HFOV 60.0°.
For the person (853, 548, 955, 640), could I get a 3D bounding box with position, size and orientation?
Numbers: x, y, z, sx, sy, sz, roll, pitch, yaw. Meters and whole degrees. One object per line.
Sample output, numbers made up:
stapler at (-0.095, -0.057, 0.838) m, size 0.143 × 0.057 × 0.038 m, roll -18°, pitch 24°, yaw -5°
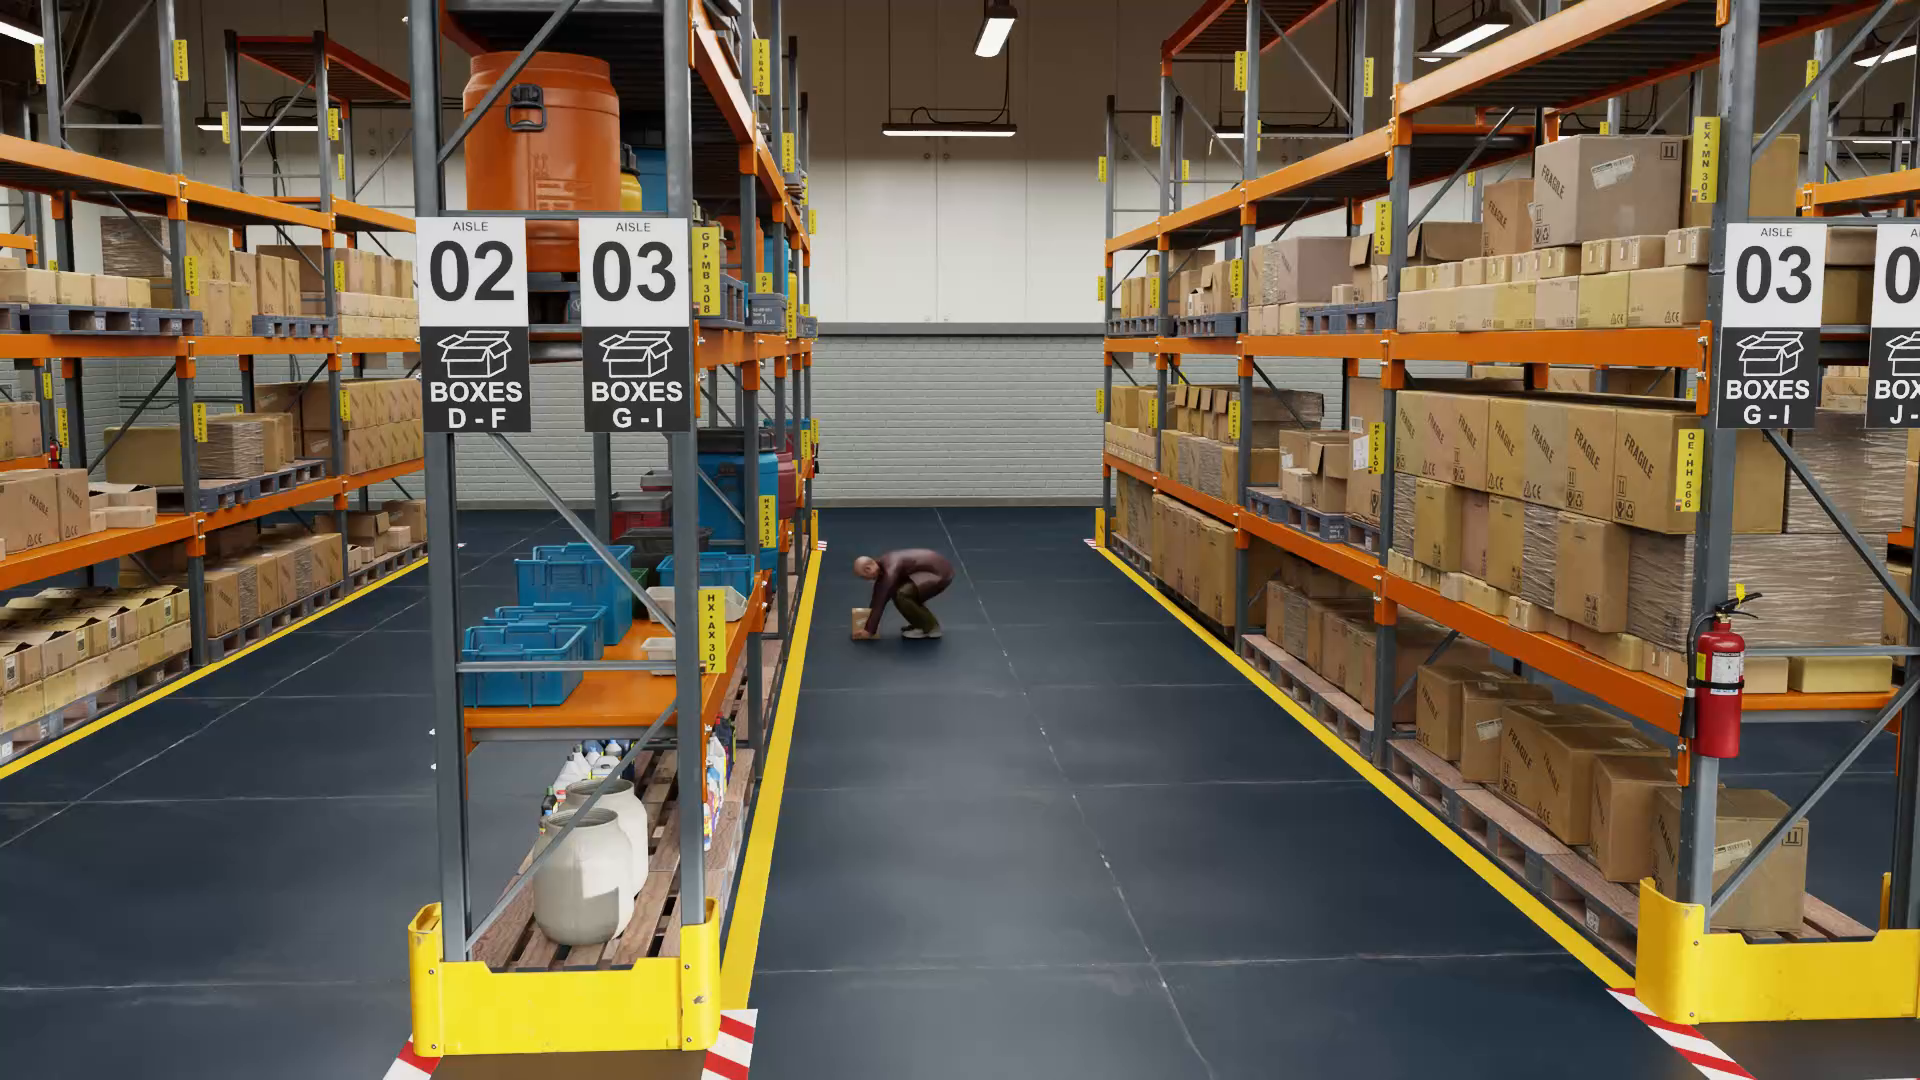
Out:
person at (-0.529, 0.505, 15.651) m, size 0.960 × 0.848 × 0.584 m, roll -1°, pitch 7°, yaw -5°
